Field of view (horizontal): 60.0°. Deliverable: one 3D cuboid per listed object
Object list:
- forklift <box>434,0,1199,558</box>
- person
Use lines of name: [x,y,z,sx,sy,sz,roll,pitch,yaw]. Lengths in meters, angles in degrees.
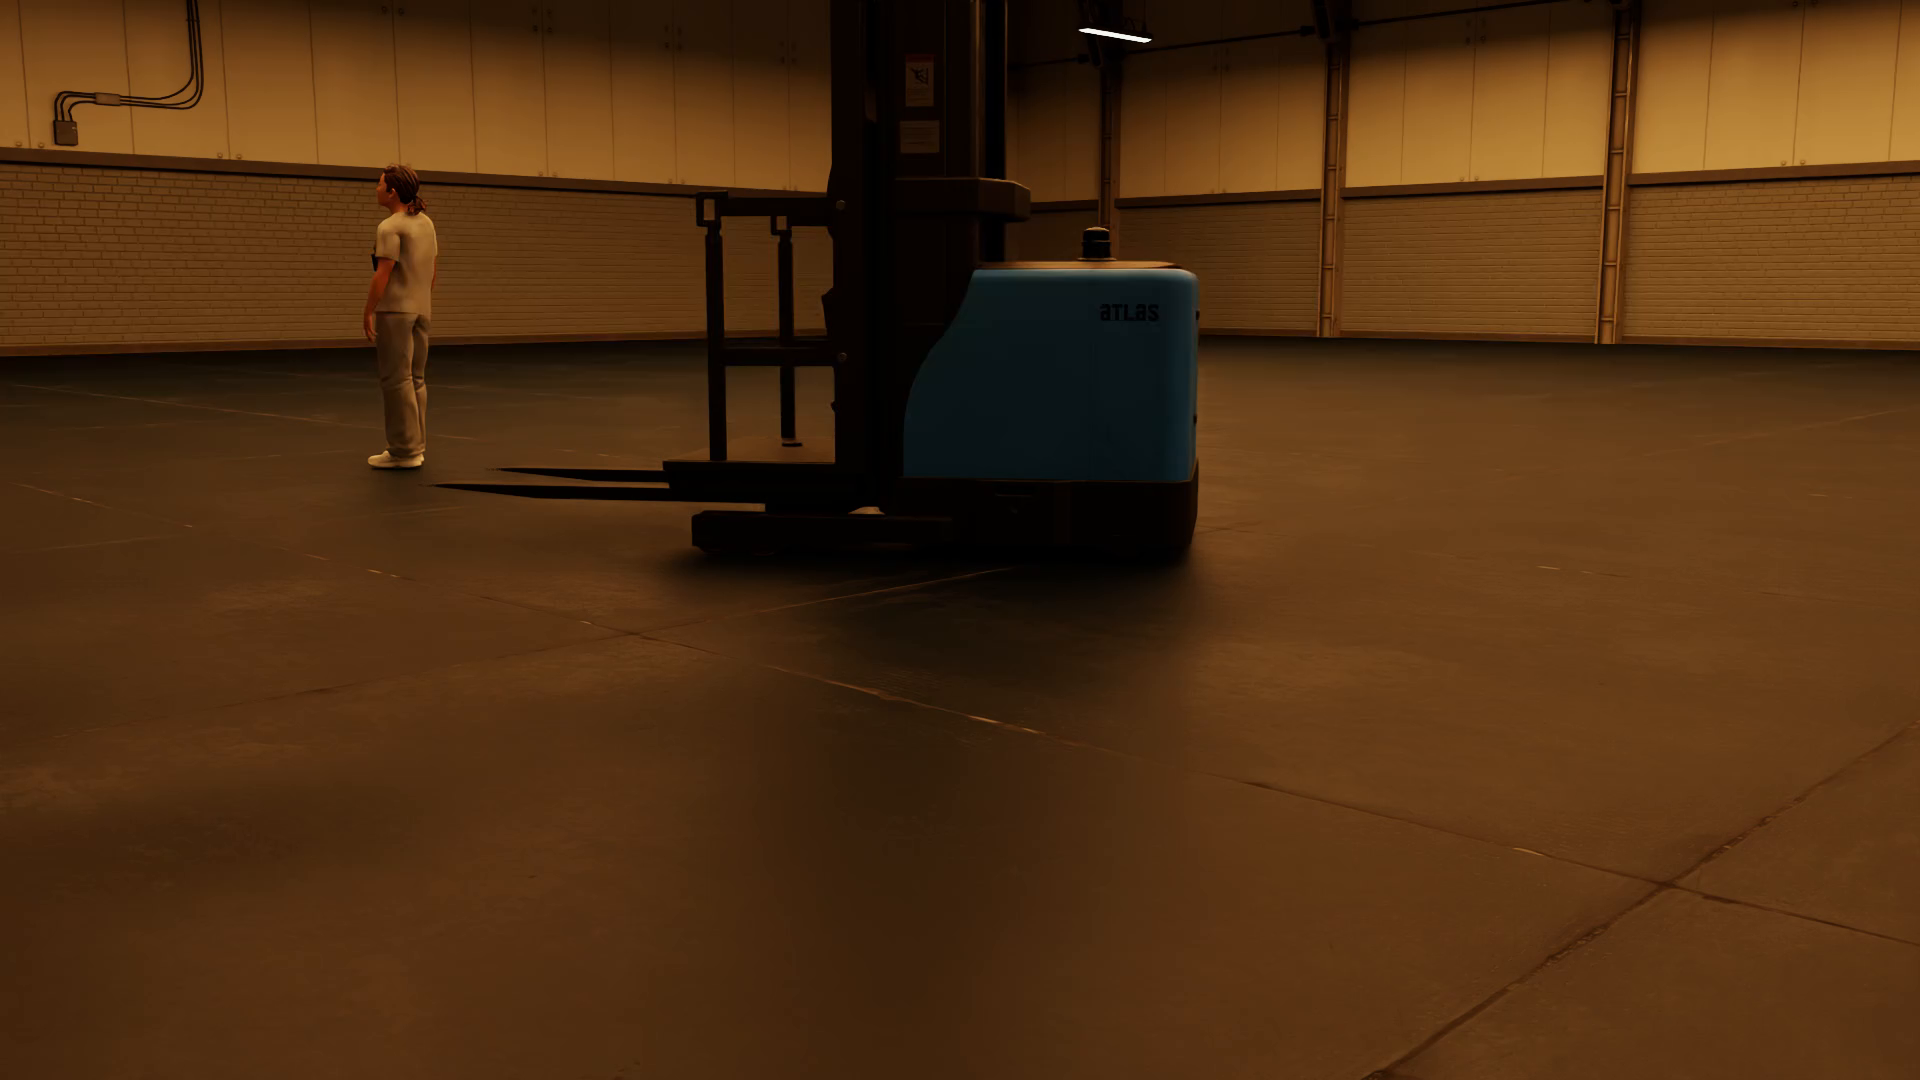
forklift: [-0.572,-1.462,6.584,3.031,2.935,1.130,1,9,10]
person: [-3.174,-1.242,9.290,0.549,1.674,0.549,3,9,17]
